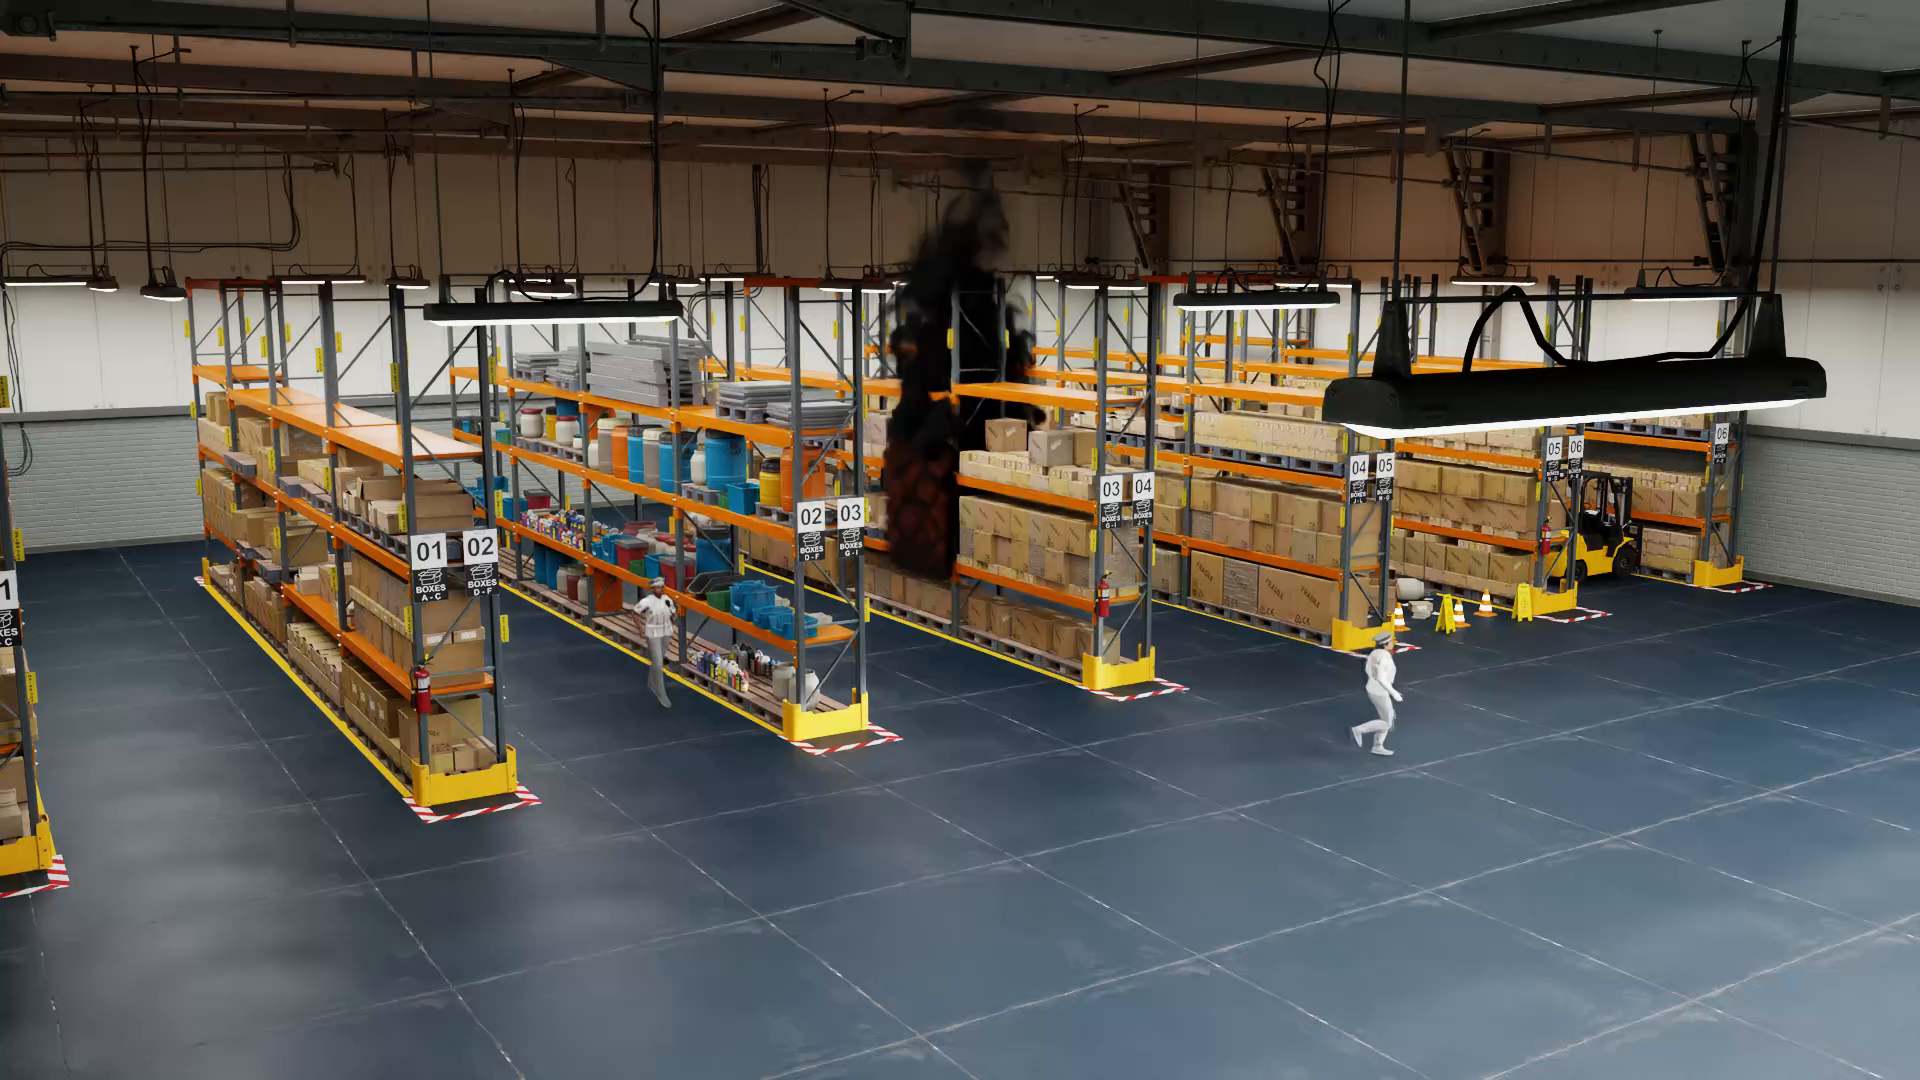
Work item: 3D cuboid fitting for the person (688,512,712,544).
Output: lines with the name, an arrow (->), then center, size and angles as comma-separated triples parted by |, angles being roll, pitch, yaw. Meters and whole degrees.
person -> -4.926, -0.023, 31.854 | 0.541, 1.623, 0.525 | -8, 12, -40

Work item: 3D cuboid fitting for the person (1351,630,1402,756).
person -> 5.320, 1.972, 21.405 | 0.595, 1.651, 0.610 | -1, 10, -3

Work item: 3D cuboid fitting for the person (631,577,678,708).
person -> -4.170, 1.381, 23.000 | 0.724, 1.788, 0.537 | 9, 13, 43
